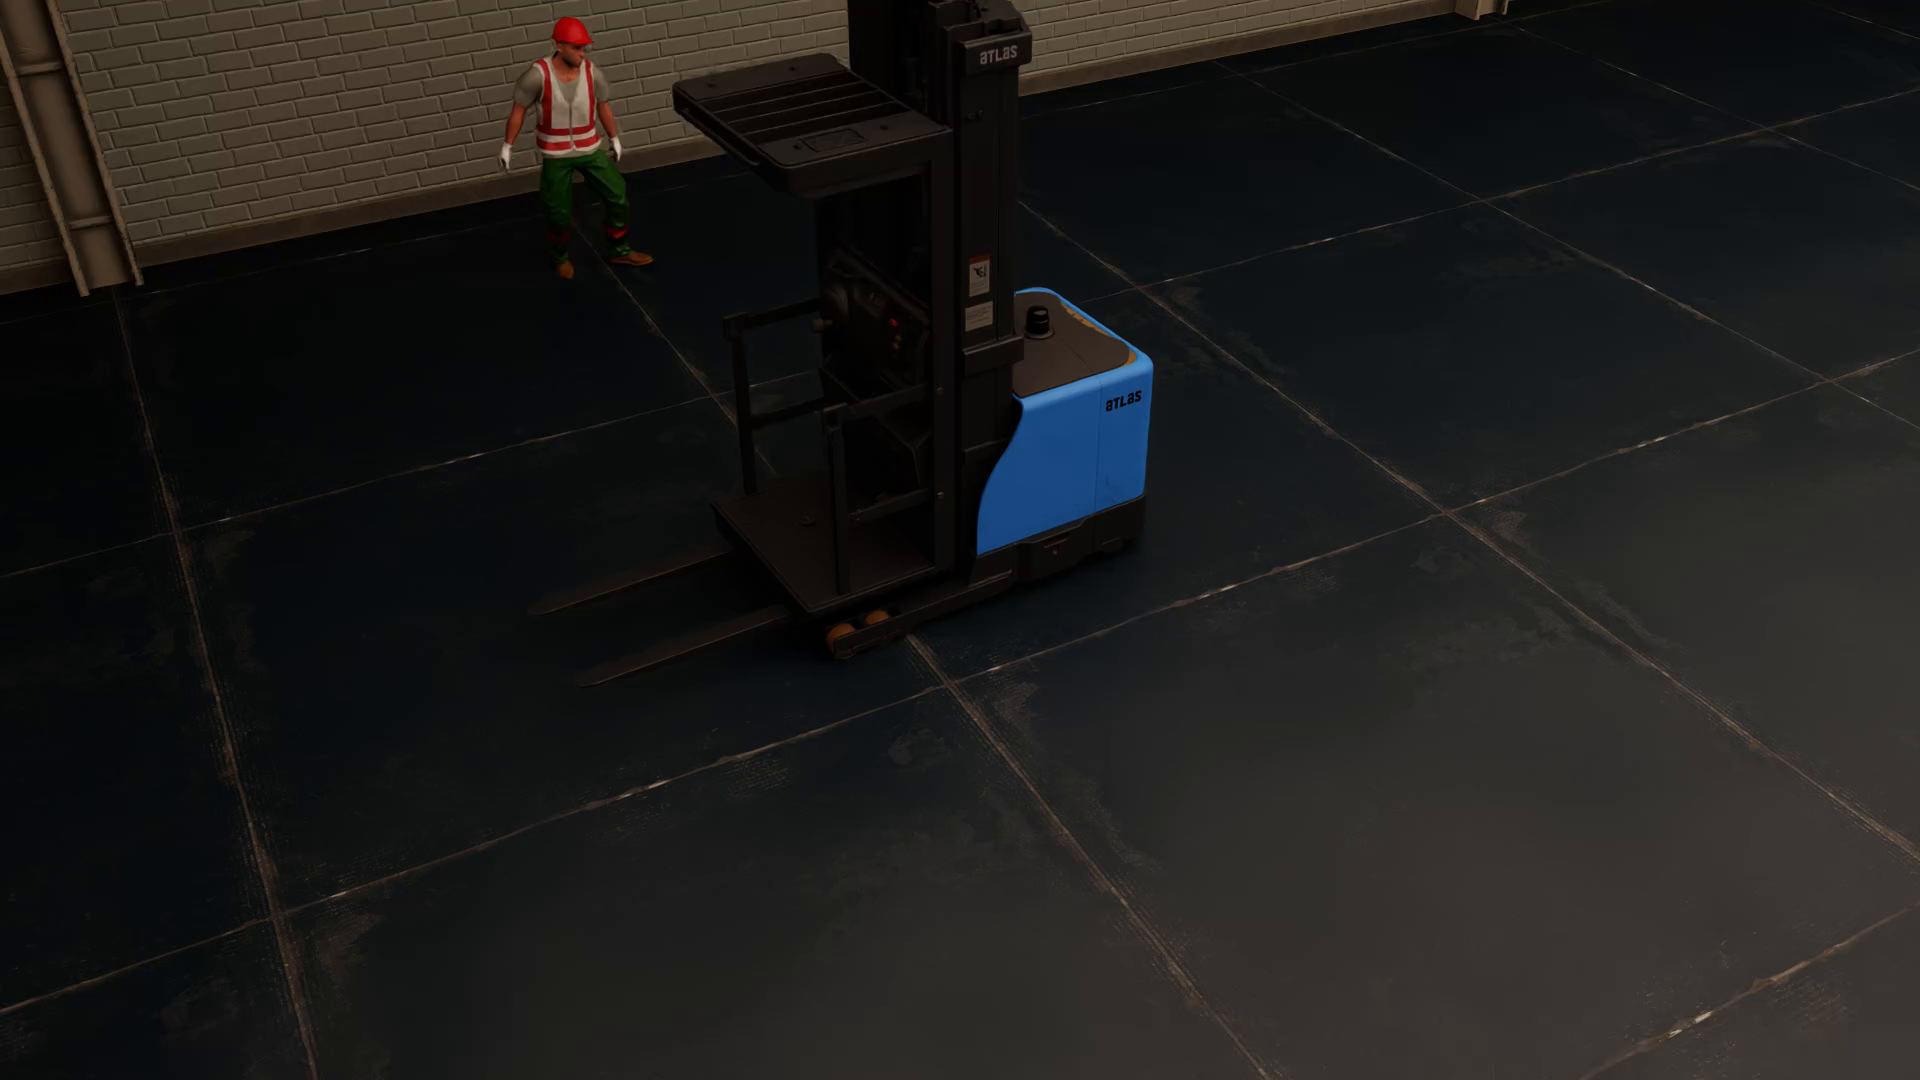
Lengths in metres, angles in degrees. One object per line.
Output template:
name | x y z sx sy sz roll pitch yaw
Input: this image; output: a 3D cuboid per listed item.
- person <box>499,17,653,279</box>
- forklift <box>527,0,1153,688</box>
person | -2.518 -2.508 10.736 0.887 1.749 0.465 -15 38 -20
forklift | -0.571 -0.983 7.514 3.031 2.935 1.130 -20 40 -25
